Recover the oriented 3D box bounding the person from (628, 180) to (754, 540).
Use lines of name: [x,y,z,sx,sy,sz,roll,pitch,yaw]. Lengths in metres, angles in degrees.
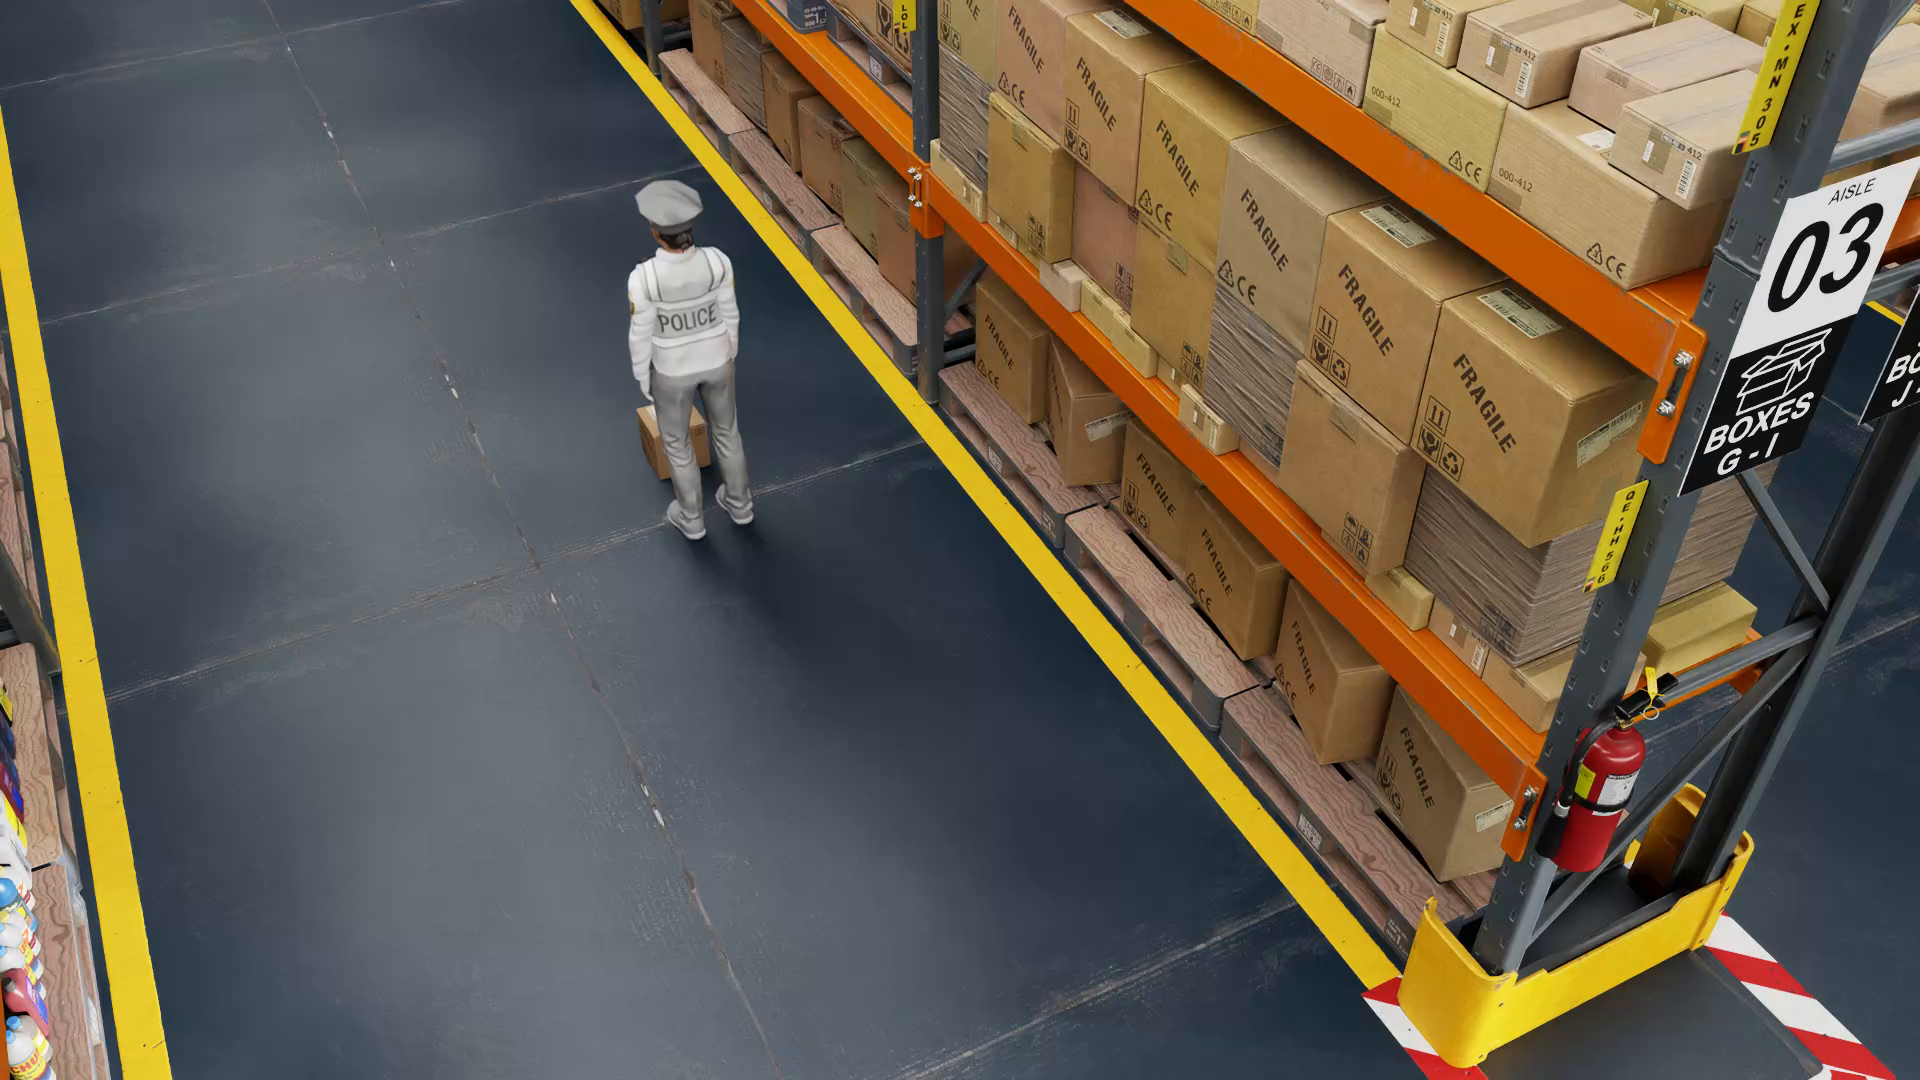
person: [-1.145,-0.731,6.982,0.467,1.673,0.330,-18,45,-19]
